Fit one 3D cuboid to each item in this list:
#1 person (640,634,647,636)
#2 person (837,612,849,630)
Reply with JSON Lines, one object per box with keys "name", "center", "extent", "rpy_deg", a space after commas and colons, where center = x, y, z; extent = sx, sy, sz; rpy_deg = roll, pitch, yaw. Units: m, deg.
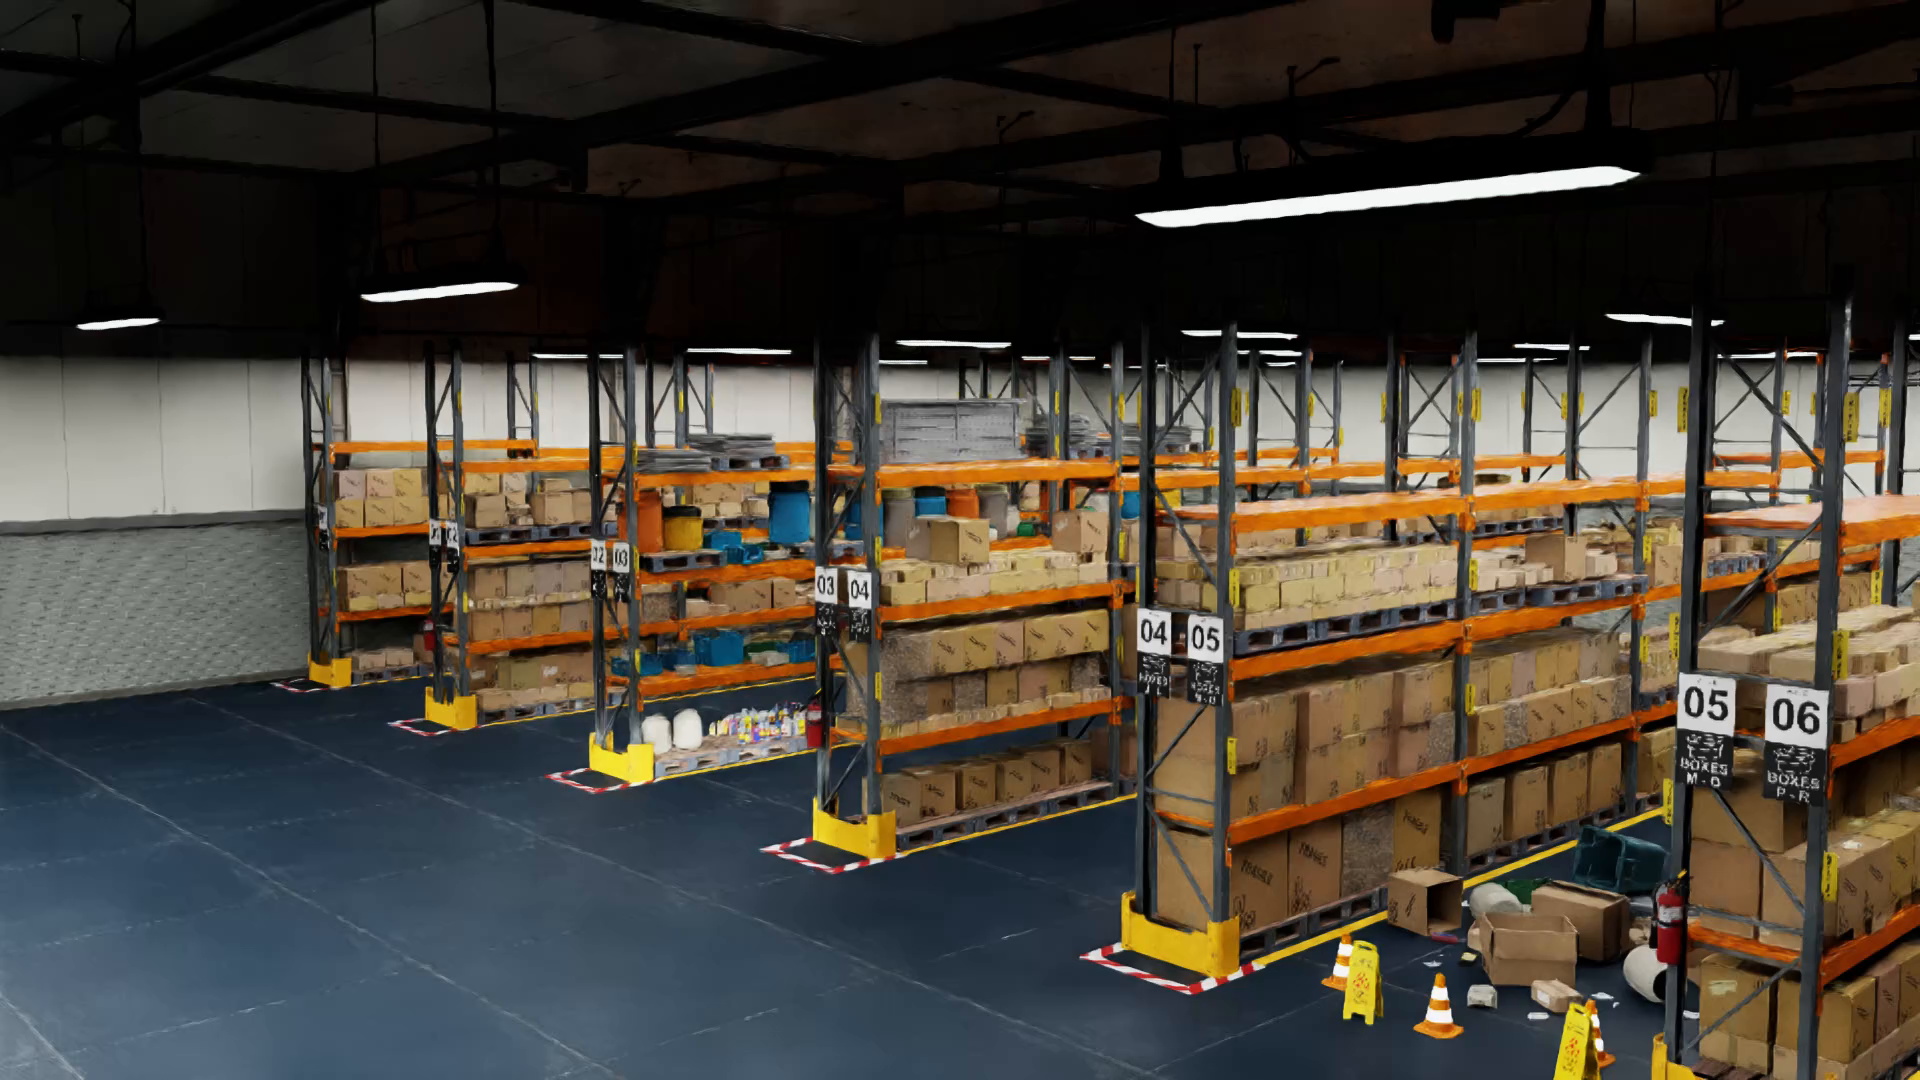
{"name": "person", "center": [-5.894, 1.622, 30.678], "extent": [0.487, 1.681, 0.589], "rpy_deg": [2, 5, 19]}
{"name": "person", "center": [-2.428, 1.253, 34.714], "extent": [0.735, 1.718, 0.901], "rpy_deg": [5, 7, 42]}
